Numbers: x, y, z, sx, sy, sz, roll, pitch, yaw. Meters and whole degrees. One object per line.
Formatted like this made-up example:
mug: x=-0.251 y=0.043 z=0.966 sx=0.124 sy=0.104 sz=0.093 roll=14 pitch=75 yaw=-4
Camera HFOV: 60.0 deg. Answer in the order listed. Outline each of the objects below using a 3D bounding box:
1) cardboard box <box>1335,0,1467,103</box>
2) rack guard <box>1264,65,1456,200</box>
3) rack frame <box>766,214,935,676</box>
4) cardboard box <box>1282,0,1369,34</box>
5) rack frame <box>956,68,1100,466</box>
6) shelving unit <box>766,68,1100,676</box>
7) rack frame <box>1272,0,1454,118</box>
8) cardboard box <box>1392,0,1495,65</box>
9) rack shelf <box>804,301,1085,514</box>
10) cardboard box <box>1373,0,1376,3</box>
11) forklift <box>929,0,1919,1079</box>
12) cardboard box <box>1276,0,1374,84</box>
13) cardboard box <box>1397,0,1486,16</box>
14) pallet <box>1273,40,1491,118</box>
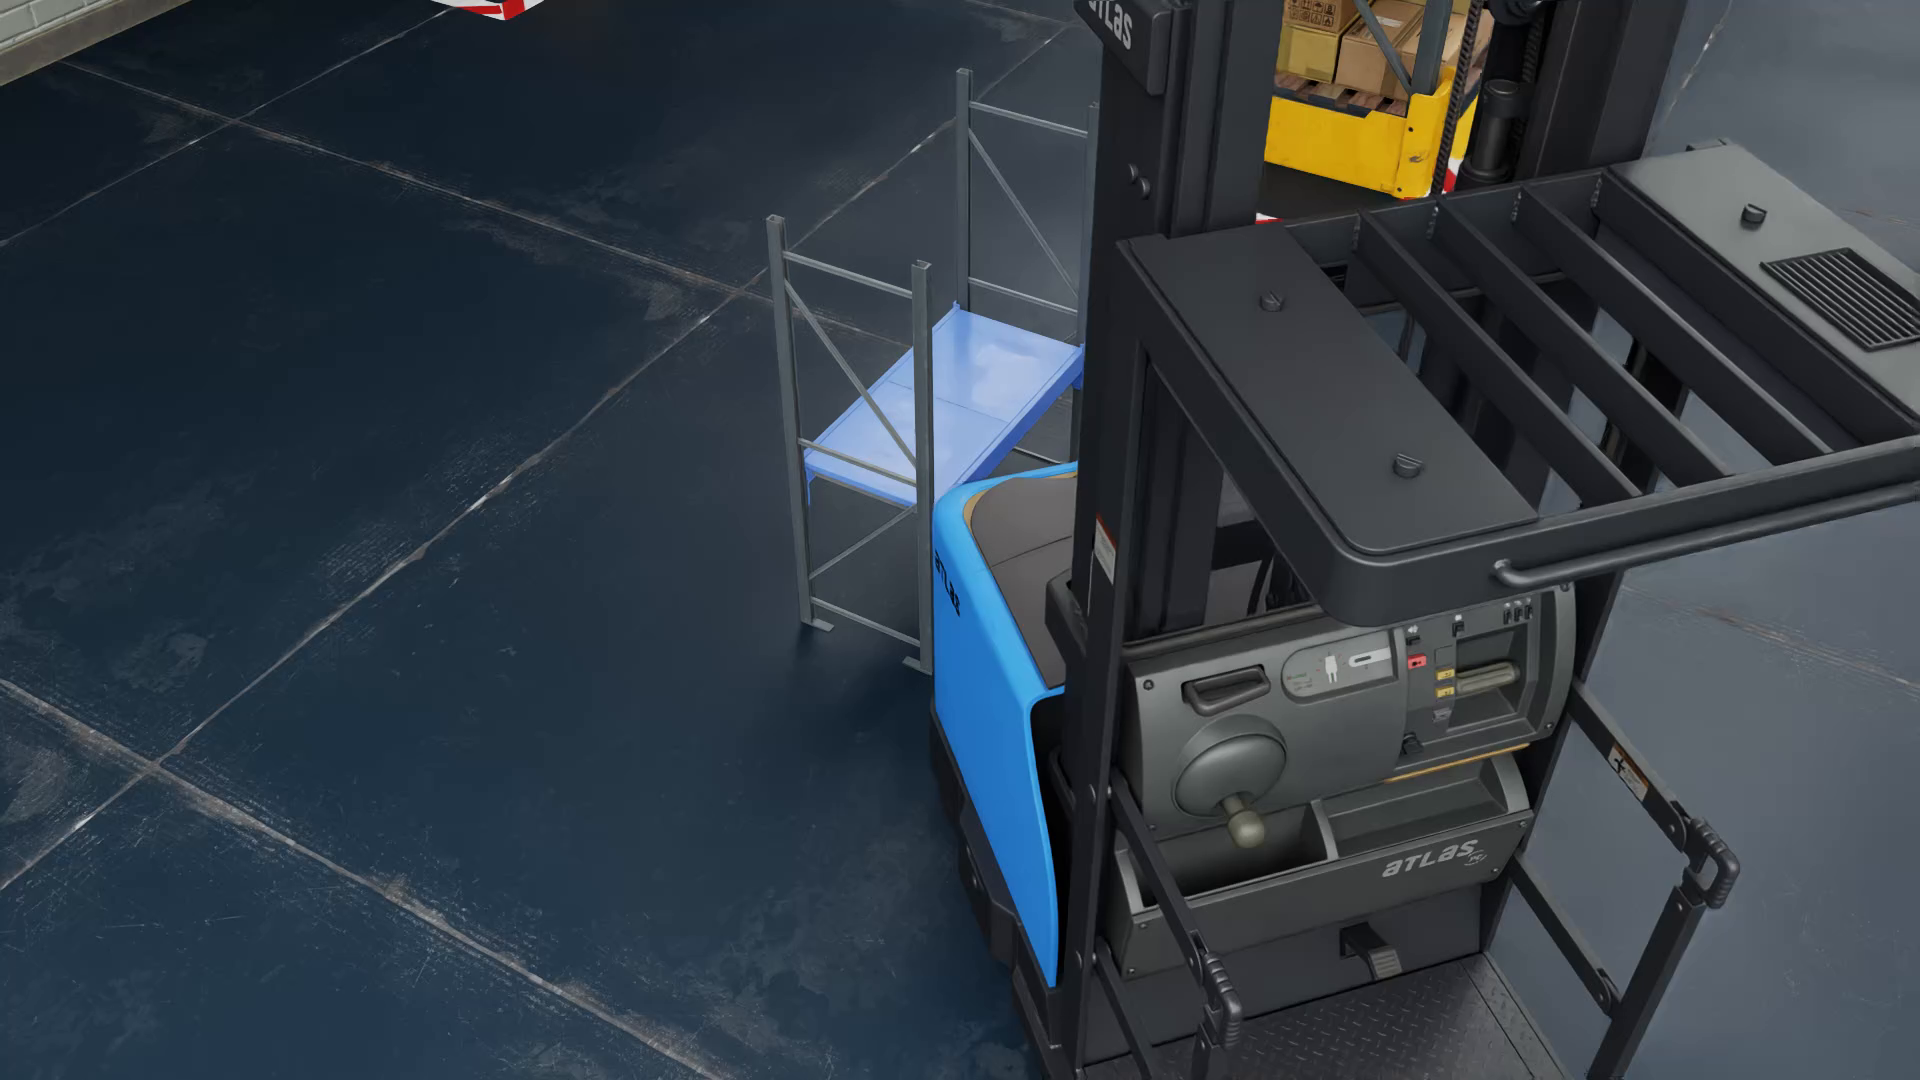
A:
cardboard box: x=2.113 y=-2.304 z=7.859 sx=0.500 sy=0.250 sz=0.500 roll=21 pitch=45 yaw=22
rack guard: x=1.640 y=-1.993 z=7.635 sx=1.175 sy=0.500 sz=0.348 roll=21 pitch=45 yaw=22
rack frame: x=-0.297 y=-0.223 z=4.869 sx=0.500 sy=1.500 sz=0.032 roll=21 pitch=45 yaw=22
cardboard box: x=1.662 y=-2.757 z=7.807 sx=0.500 sy=0.500 sz=0.500 roll=21 pitch=45 yaw=22
rack frame: x=0.212 y=-0.805 z=5.529 sx=0.500 sy=1.500 sz=0.032 roll=21 pitch=45 yaw=22
shelving unit: x=-0.043 y=-0.514 z=5.199 sx=0.538 sy=1.500 sz=1.048 roll=21 pitch=45 yaw=22
rack frame: x=1.652 y=-2.945 z=6.824 sx=1.000 sy=3.000 sz=0.127 roll=21 pitch=45 yaw=22
cardboard box: x=2.360 y=-2.591 z=8.186 sx=0.500 sy=0.250 sz=0.500 roll=21 pitch=45 yaw=22
rack shelf: x=-0.043 y=-0.379 z=5.318 sx=0.538 sy=0.185 sz=1.000 roll=21 pitch=45 yaw=22
cardboard box: x=1.904 y=-2.765 z=8.383 sx=0.500 sy=0.250 sz=0.500 roll=21 pitch=45 yaw=22
forklift: x=0.841 y=0.408 z=3.069 sx=1.130 sy=2.935 sz=3.031 roll=-12 pitch=43 yaw=-13
cardboard box: x=1.664 y=-2.475 z=8.054 sx=0.500 sy=0.250 sz=0.500 roll=21 pitch=45 yaw=22
cardboard box: x=2.361 y=-2.872 z=7.937 sx=0.500 sy=0.500 sz=0.500 roll=21 pitch=45 yaw=22
pallet: x=1.998 y=-2.350 z=8.259 sx=1.003 sy=0.211 sz=1.213 roll=21 pitch=45 yaw=22
